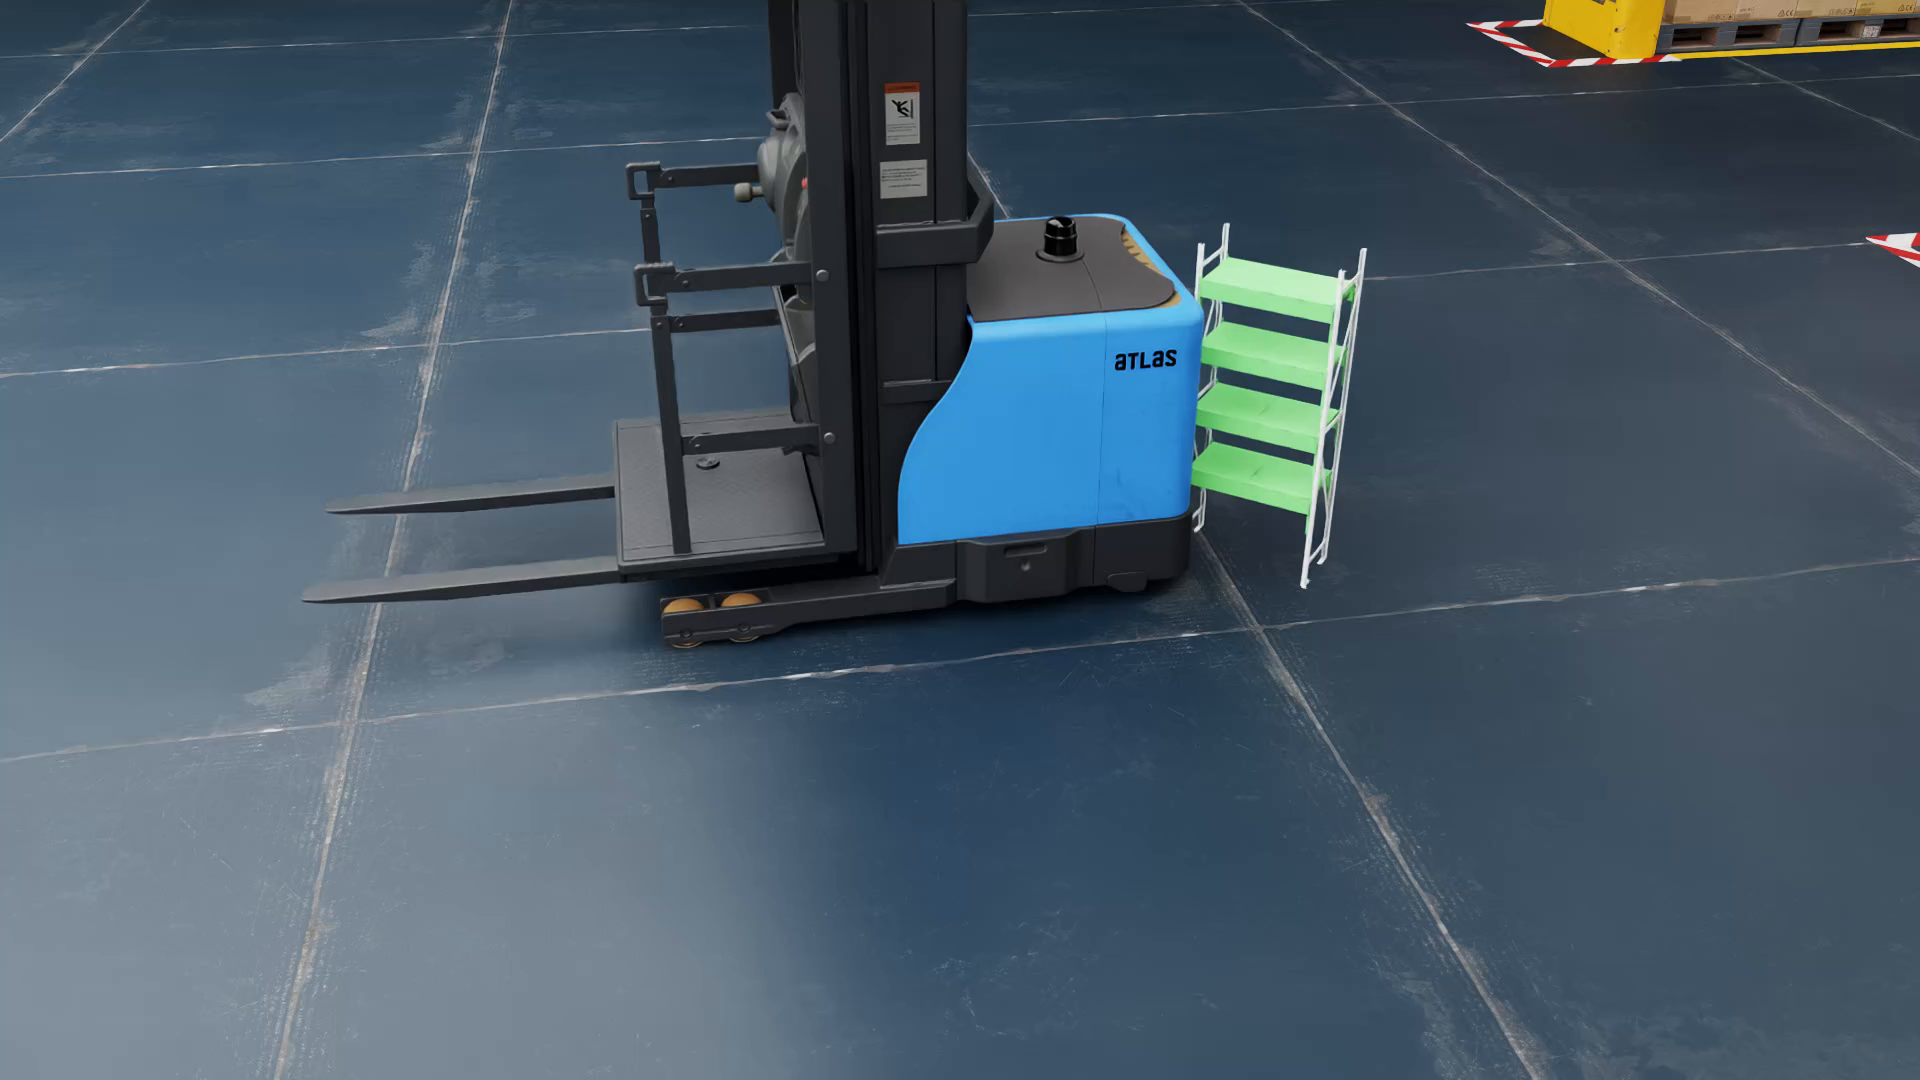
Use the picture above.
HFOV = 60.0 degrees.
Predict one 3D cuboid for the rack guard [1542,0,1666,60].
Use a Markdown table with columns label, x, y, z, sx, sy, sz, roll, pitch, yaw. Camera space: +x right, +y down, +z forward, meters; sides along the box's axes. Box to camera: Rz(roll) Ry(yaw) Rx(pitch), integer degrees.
| label | x | y | z | sx | sy | sz | roll | pitch | yaw |
| --- | --- | --- | --- | --- | --- | --- | --- | --- | --- |
| rack guard | 4.898 | -4.068 | 12.675 | 0.348 | 0.500 | 1.175 | -5 | 31 | -9 |

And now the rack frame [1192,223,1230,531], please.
| label | x | y | z | sx | sy | sz | roll | pitch | yaw |
| --- | --- | --- | --- | --- | --- | --- | --- | --- | --- |
| rack frame | 0.864 | -0.523 | 5.956 | 0.015 | 1.200 | 0.240 | 16 | 34 | 26 |

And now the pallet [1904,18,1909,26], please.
| label | x | y | z | sx | sy | sz | roll | pitch | yaw |
| --- | --- | --- | --- | --- | --- | --- | --- | --- | --- |
| pallet | 8.066 | -4.259 | 13.285 | 1.213 | 0.211 | 1.003 | -5 | 31 | -9 |

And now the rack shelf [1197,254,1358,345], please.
| label | x | y | z | sx | sy | sz | roll | pitch | yaw |
| --- | --- | --- | --- | --- | --- | --- | --- | --- | --- |
| rack shelf | 1.076 | -0.820 | 5.640 | 0.480 | 0.148 | 0.258 | 16 | 34 | 26 |

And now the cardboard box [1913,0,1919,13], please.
| label | x | y | z | sx | sy | sz | roll | pitch | yaw |
| --- | --- | --- | --- | --- | --- | --- | --- | --- | --- |
| cardboard box | 7.456 | -4.263 | 12.840 | 0.500 | 0.250 | 0.500 | -5 | 31 | -9 |

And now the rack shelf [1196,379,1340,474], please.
| label | x | y | z | sx | sy | sz | roll | pitch | yaw |
| --- | --- | --- | --- | --- | --- | --- | --- | --- | --- |
| rack shelf | 1.076 | -0.406 | 5.884 | 0.480 | 0.148 | 0.258 | 16 | 34 | 26 |

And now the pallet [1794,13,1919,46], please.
| label | x | y | z | sx | sy | sz | roll | pitch | yaw |
| --- | --- | --- | --- | --- | --- | --- | --- | --- | --- |
| pallet | 6.864 | -4.146 | 13.092 | 1.213 | 0.211 | 1.003 | -5 | 31 | -9 |

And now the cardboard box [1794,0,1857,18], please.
| label | x | y | z | sx | sy | sz | roll | pitch | yaw |
| --- | --- | --- | --- | --- | --- | --- | --- | --- | --- |
| cardboard box | 6.472 | -4.174 | 12.688 | 0.500 | 0.250 | 0.500 | -5 | 31 | -9 |

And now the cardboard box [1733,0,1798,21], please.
| label | x | y | z | sx | sy | sz | roll | pitch | yaw |
| --- | --- | --- | --- | --- | --- | --- | --- | --- | --- |
| cardboard box | 5.980 | -4.129 | 12.611 | 0.500 | 0.250 | 0.500 | -5 | 31 | -9 |

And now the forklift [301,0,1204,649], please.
| label | x | y | z | sx | sy | sz | roll | pitch | yaw |
| --- | --- | --- | --- | --- | --- | --- | --- | --- | --- |
| forklift | -0.750 | -1.188 | 5.378 | 3.031 | 2.935 | 1.130 | -6 | 31 | -10 |

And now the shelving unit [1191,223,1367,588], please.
| label | x | y | z | sx | sy | sz | roll | pitch | yaw |
| --- | --- | --- | --- | --- | --- | --- | --- | --- | --- |
| shelving unit | 1.076 | -0.462 | 5.851 | 0.503 | 1.200 | 0.258 | 16 | 34 | 26 |

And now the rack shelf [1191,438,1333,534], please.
| label | x | y | z | sx | sy | sz | roll | pitch | yaw |
| --- | --- | --- | --- | --- | --- | --- | --- | --- | --- |
| rack shelf | 1.076 | -0.200 | 6.005 | 0.480 | 0.148 | 0.258 | 16 | 34 | 26 |

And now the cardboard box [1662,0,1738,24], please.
| label | x | y | z | sx | sy | sz | roll | pitch | yaw |
| --- | --- | --- | --- | --- | --- | --- | --- | --- | --- |
| cardboard box | 5.489 | -4.081 | 12.530 | 0.500 | 0.250 | 0.500 | -5 | 31 | -9 |

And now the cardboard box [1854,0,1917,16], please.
| label | x | y | z | sx | sy | sz | roll | pitch | yaw |
| --- | --- | --- | --- | --- | --- | --- | --- | --- | --- |
| cardboard box | 6.965 | -4.217 | 12.762 | 0.500 | 0.250 | 0.500 | -5 | 31 | -9 |

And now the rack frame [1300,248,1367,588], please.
| label | x | y | z | sx | sy | sz | roll | pitch | yaw |
| --- | --- | --- | --- | --- | --- | --- | --- | --- | --- |
| rack frame | 1.287 | -0.400 | 5.746 | 0.015 | 1.200 | 0.240 | 16 | 34 | 26 |

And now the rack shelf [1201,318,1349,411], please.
| label | x | y | z | sx | sy | sz | roll | pitch | yaw |
| --- | --- | --- | --- | --- | --- | --- | --- | --- | --- |
| rack shelf | 1.076 | -0.613 | 5.762 | 0.480 | 0.148 | 0.258 | 16 | 34 | 26 |

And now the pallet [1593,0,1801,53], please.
| label | x | y | z | sx | sy | sz | roll | pitch | yaw |
| --- | --- | --- | --- | --- | --- | --- | --- | --- | --- |
| pallet | 5.666 | -4.036 | 12.906 | 1.213 | 0.211 | 1.003 | -5 | 31 | -9 |
